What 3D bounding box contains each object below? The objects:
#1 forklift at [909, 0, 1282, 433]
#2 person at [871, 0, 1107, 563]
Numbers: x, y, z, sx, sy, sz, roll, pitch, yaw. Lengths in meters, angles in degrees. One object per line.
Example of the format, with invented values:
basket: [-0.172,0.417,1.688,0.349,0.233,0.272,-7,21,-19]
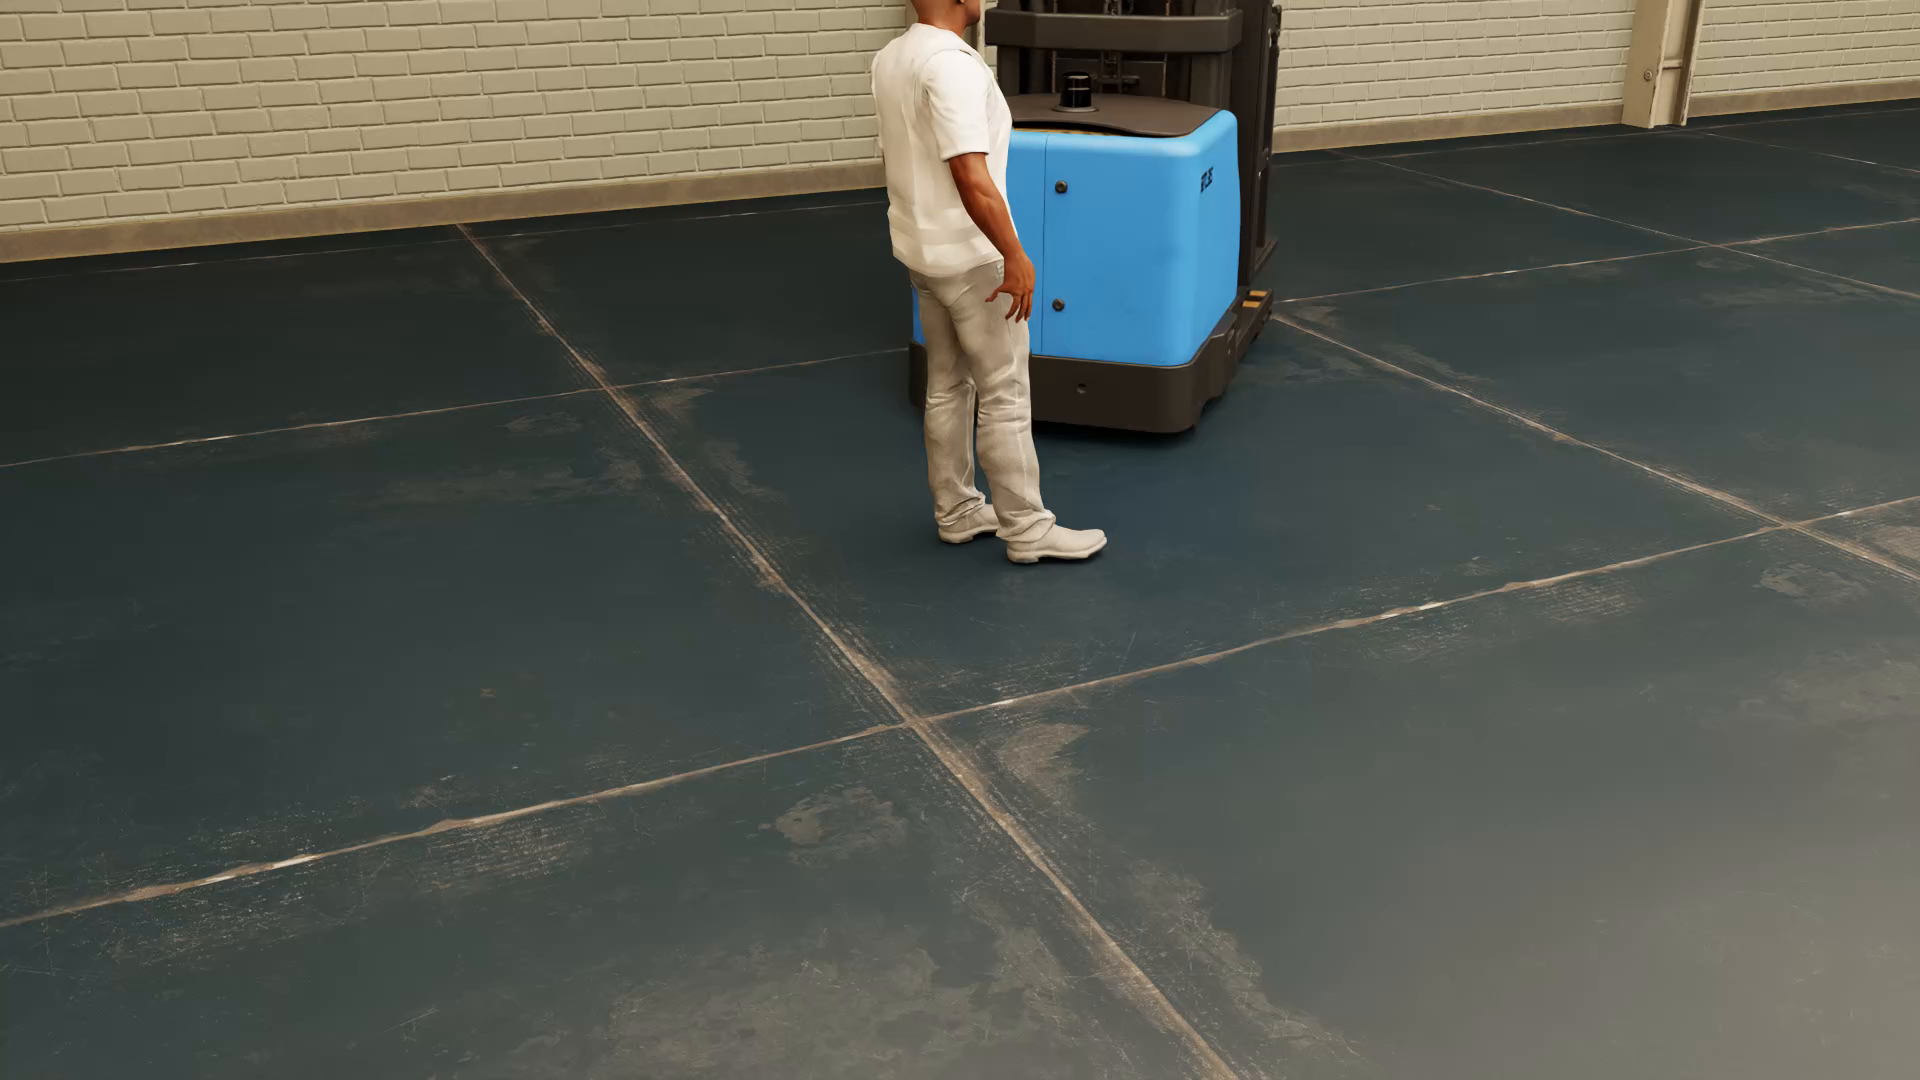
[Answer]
forklift: [0.758,-2.264,6.735,1.130,2.935,3.031,7,24,17]
person: [0.066,-0.832,4.788,0.575,1.768,0.665,-10,25,-23]
